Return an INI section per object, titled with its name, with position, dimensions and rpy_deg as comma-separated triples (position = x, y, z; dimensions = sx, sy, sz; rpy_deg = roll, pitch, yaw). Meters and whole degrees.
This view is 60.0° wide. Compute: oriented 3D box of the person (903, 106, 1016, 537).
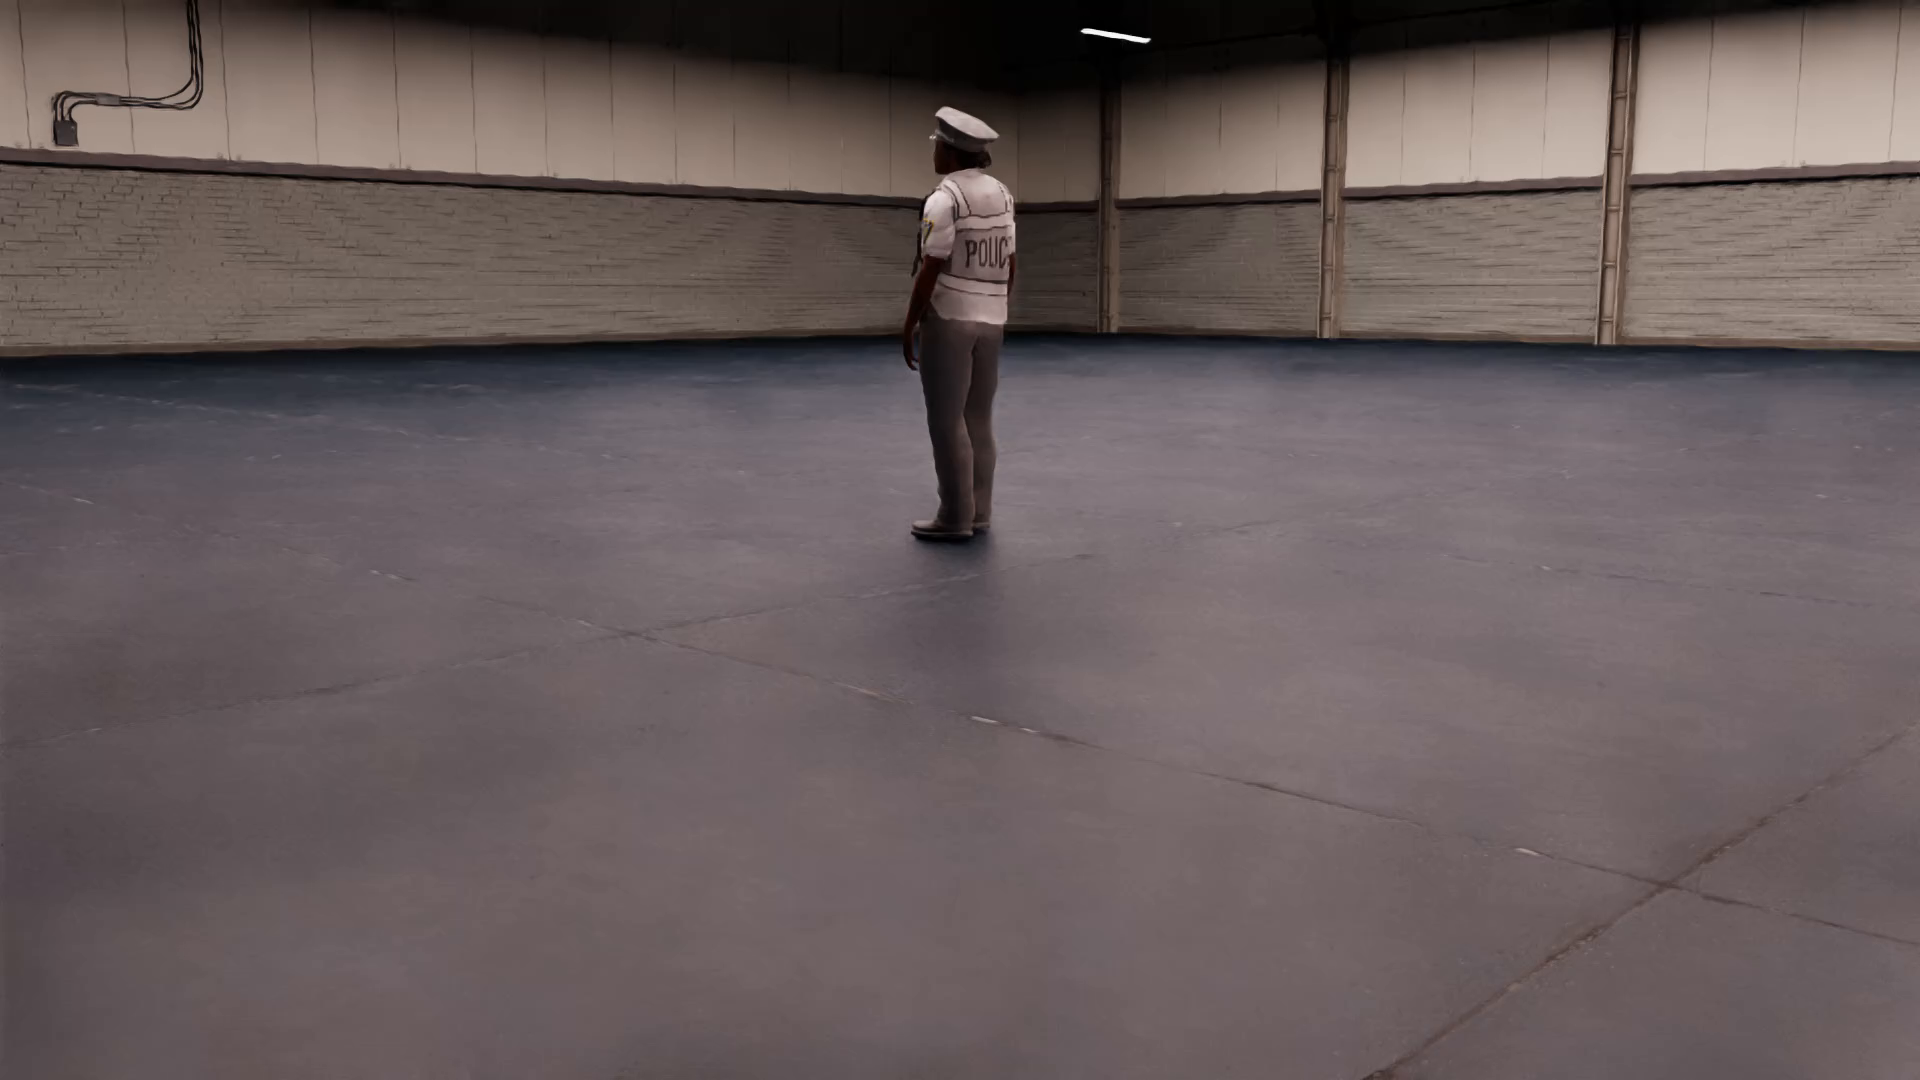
[person]
position = -0.040, -0.853, 6.656
dimensions = 0.529, 1.691, 0.570
rpy_deg = 8, 12, 43
